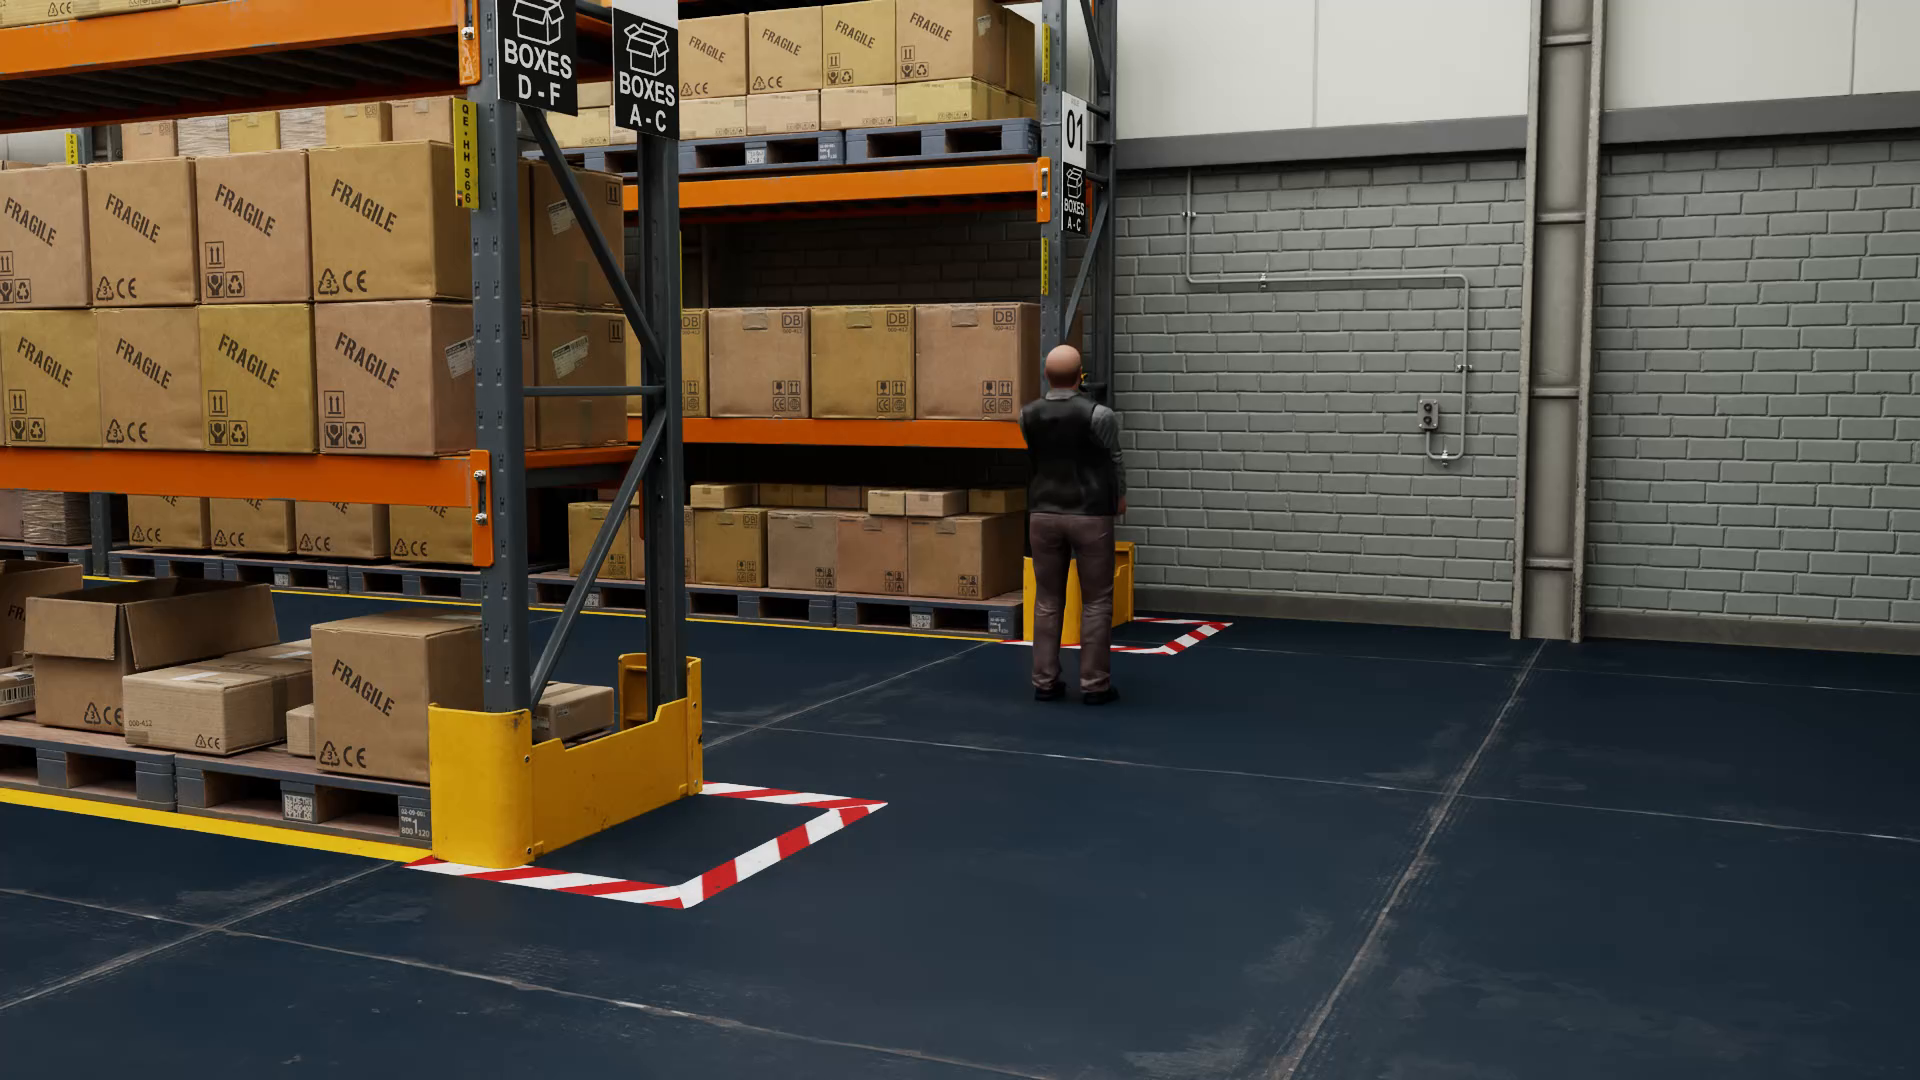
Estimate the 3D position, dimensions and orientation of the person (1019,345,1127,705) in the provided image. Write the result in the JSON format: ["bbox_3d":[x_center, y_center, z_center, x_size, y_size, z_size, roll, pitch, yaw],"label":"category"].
[{"bbox_3d":[0.562,-0.085,8.087,0.494,1.711,0.551,3,6,24],"label":"person"}]
